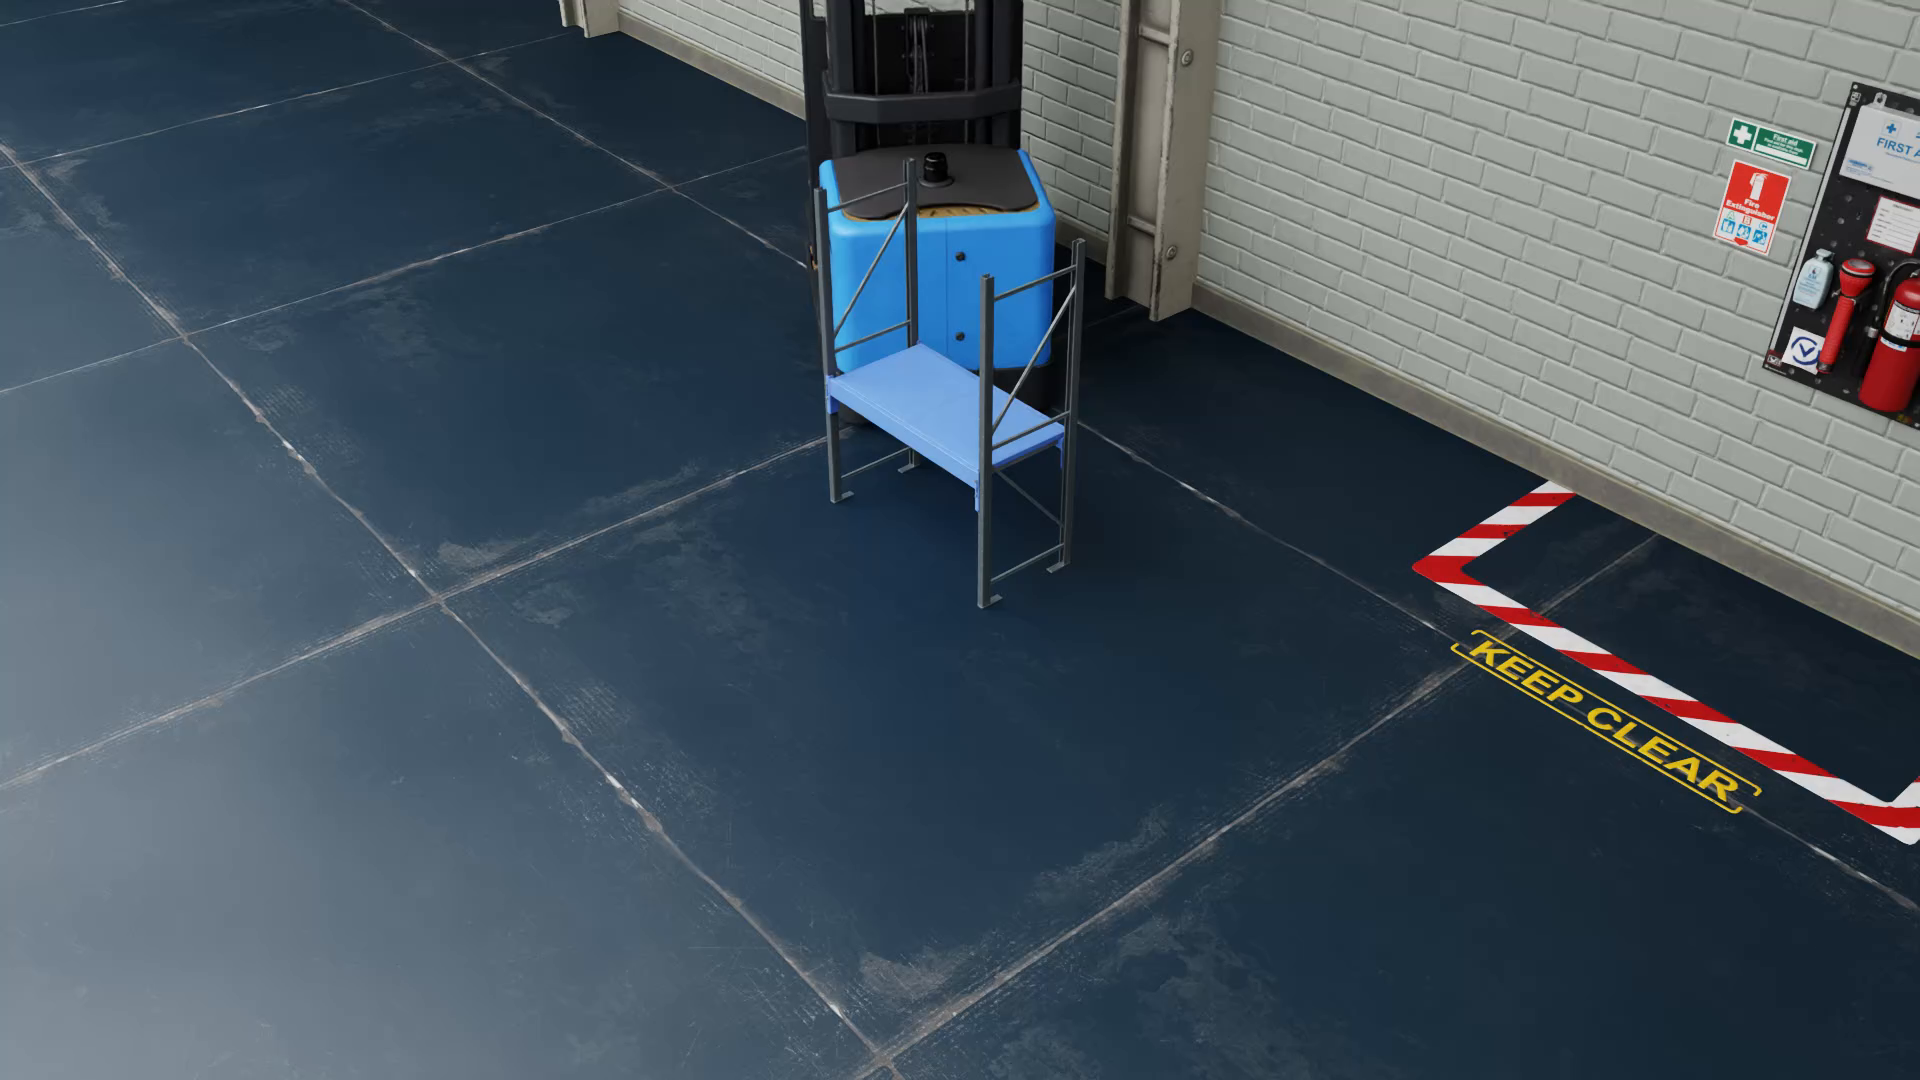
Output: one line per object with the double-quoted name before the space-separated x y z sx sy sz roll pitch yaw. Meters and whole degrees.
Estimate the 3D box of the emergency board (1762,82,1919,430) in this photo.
"emergency board" 3.342 -0.991 6.053 0.194 1.169 0.643 -26 43 -32

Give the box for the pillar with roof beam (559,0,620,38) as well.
"pillar with roof beam" -6.125 -6.026 7.973 9.100 9.000 0.400 -26 43 -32

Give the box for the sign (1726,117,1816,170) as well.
"sign" 3.060 -1.499 6.281 0.001 0.109 0.331 -26 43 -32

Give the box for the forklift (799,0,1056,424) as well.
"forklift" -0.270 -2.591 8.372 1.130 2.935 3.031 -5 36 -7

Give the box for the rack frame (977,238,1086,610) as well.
"rack frame" 0.273 -0.425 6.553 0.500 1.500 0.032 -26 43 -32

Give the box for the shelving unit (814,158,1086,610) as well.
"shelving unit" -0.055 -0.650 6.870 0.538 1.500 1.048 -26 43 -32

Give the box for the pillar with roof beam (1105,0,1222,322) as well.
"pillar with roof beam" -2.253 -3.377 4.232 9.100 9.000 0.400 -26 43 -32

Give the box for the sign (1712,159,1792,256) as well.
"sign" 3.064 -1.288 6.442 0.001 0.329 0.234 -26 43 -32

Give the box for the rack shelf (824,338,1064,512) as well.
"rack shelf" -0.055 -0.503 6.974 0.538 0.185 1.000 -26 43 -32

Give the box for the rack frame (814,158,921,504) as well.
"rack frame" -0.383 -0.874 7.187 0.500 1.500 0.032 -26 43 -32

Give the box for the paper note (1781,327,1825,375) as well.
"paper note" 3.281 -0.735 6.455 0.016 0.148 0.142 -26 43 -32
